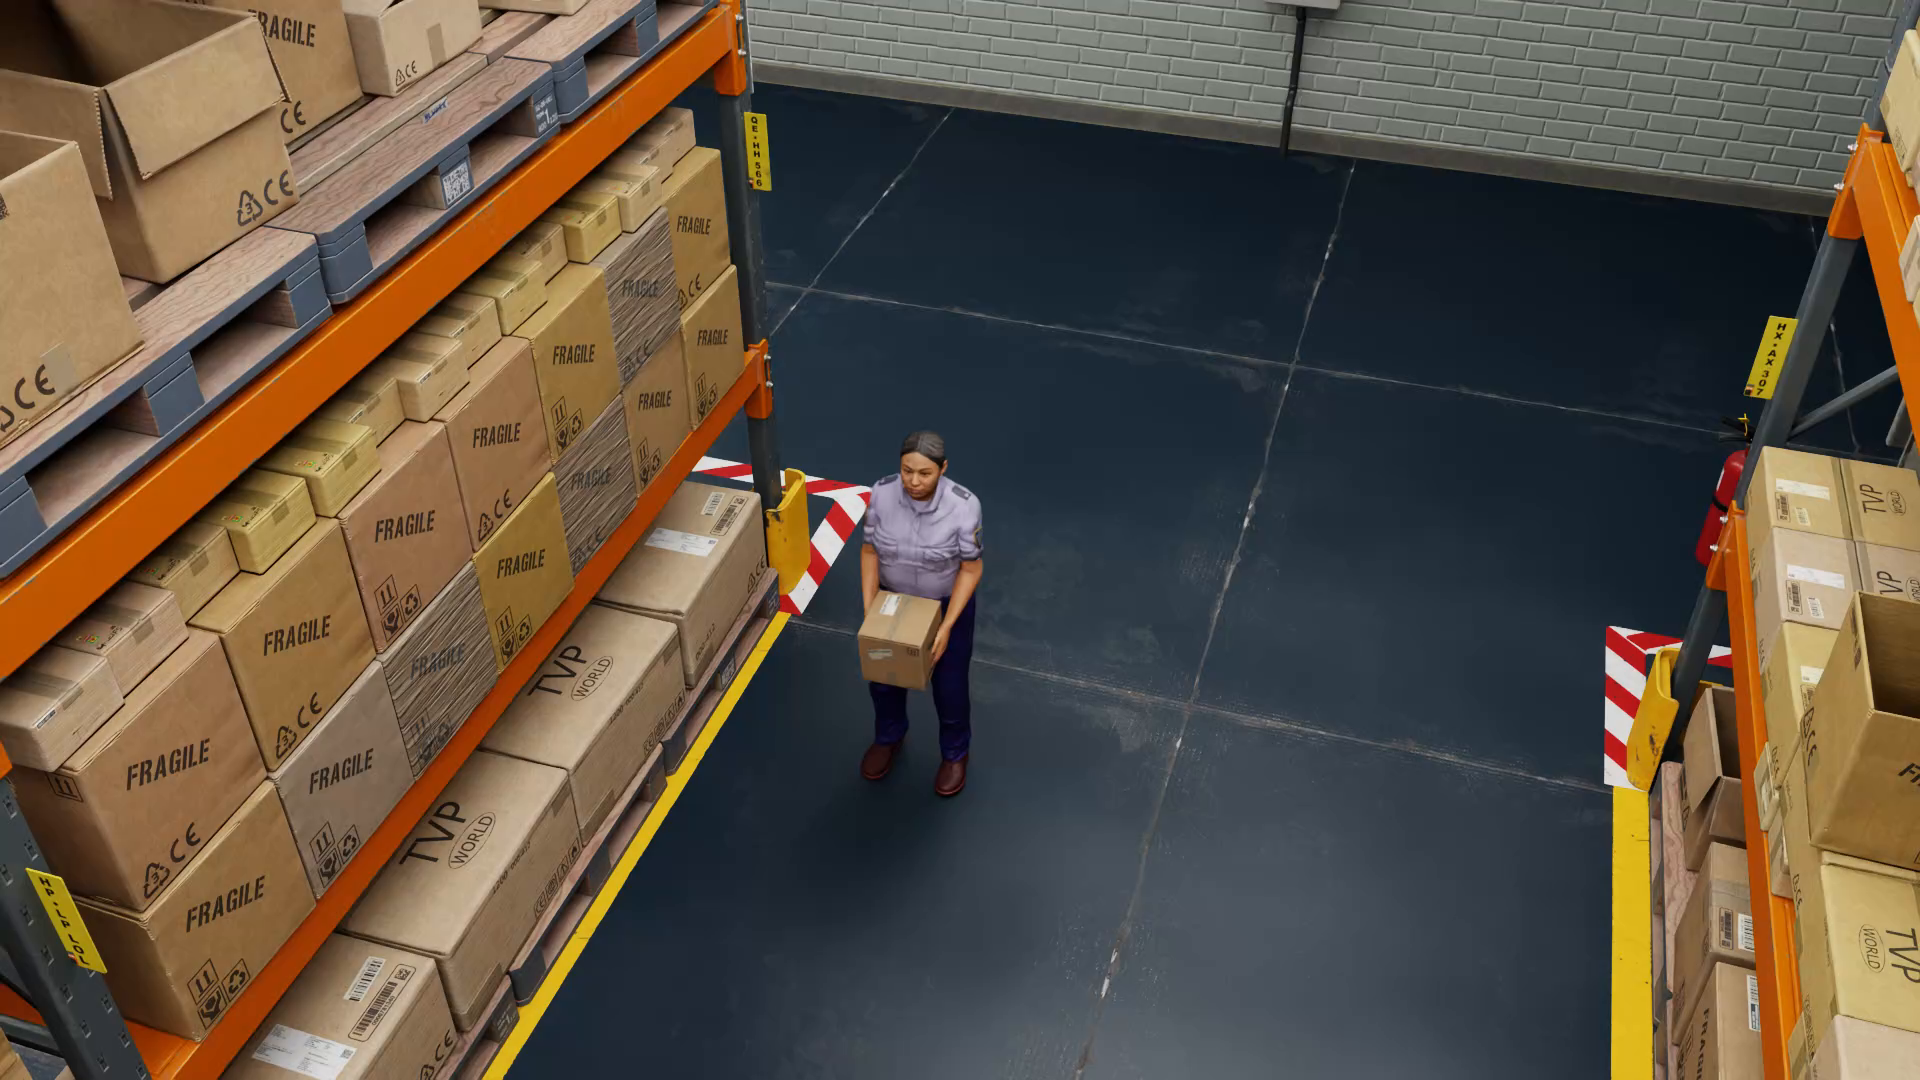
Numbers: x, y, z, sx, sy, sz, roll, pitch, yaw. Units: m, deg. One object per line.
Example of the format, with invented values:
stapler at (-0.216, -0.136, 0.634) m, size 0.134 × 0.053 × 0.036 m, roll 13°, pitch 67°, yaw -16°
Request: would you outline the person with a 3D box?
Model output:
person at (-0.163, 0.303, 6.495) m, size 0.494 × 1.655 × 0.463 m, roll 10°, pitch 38°, yaw 13°
